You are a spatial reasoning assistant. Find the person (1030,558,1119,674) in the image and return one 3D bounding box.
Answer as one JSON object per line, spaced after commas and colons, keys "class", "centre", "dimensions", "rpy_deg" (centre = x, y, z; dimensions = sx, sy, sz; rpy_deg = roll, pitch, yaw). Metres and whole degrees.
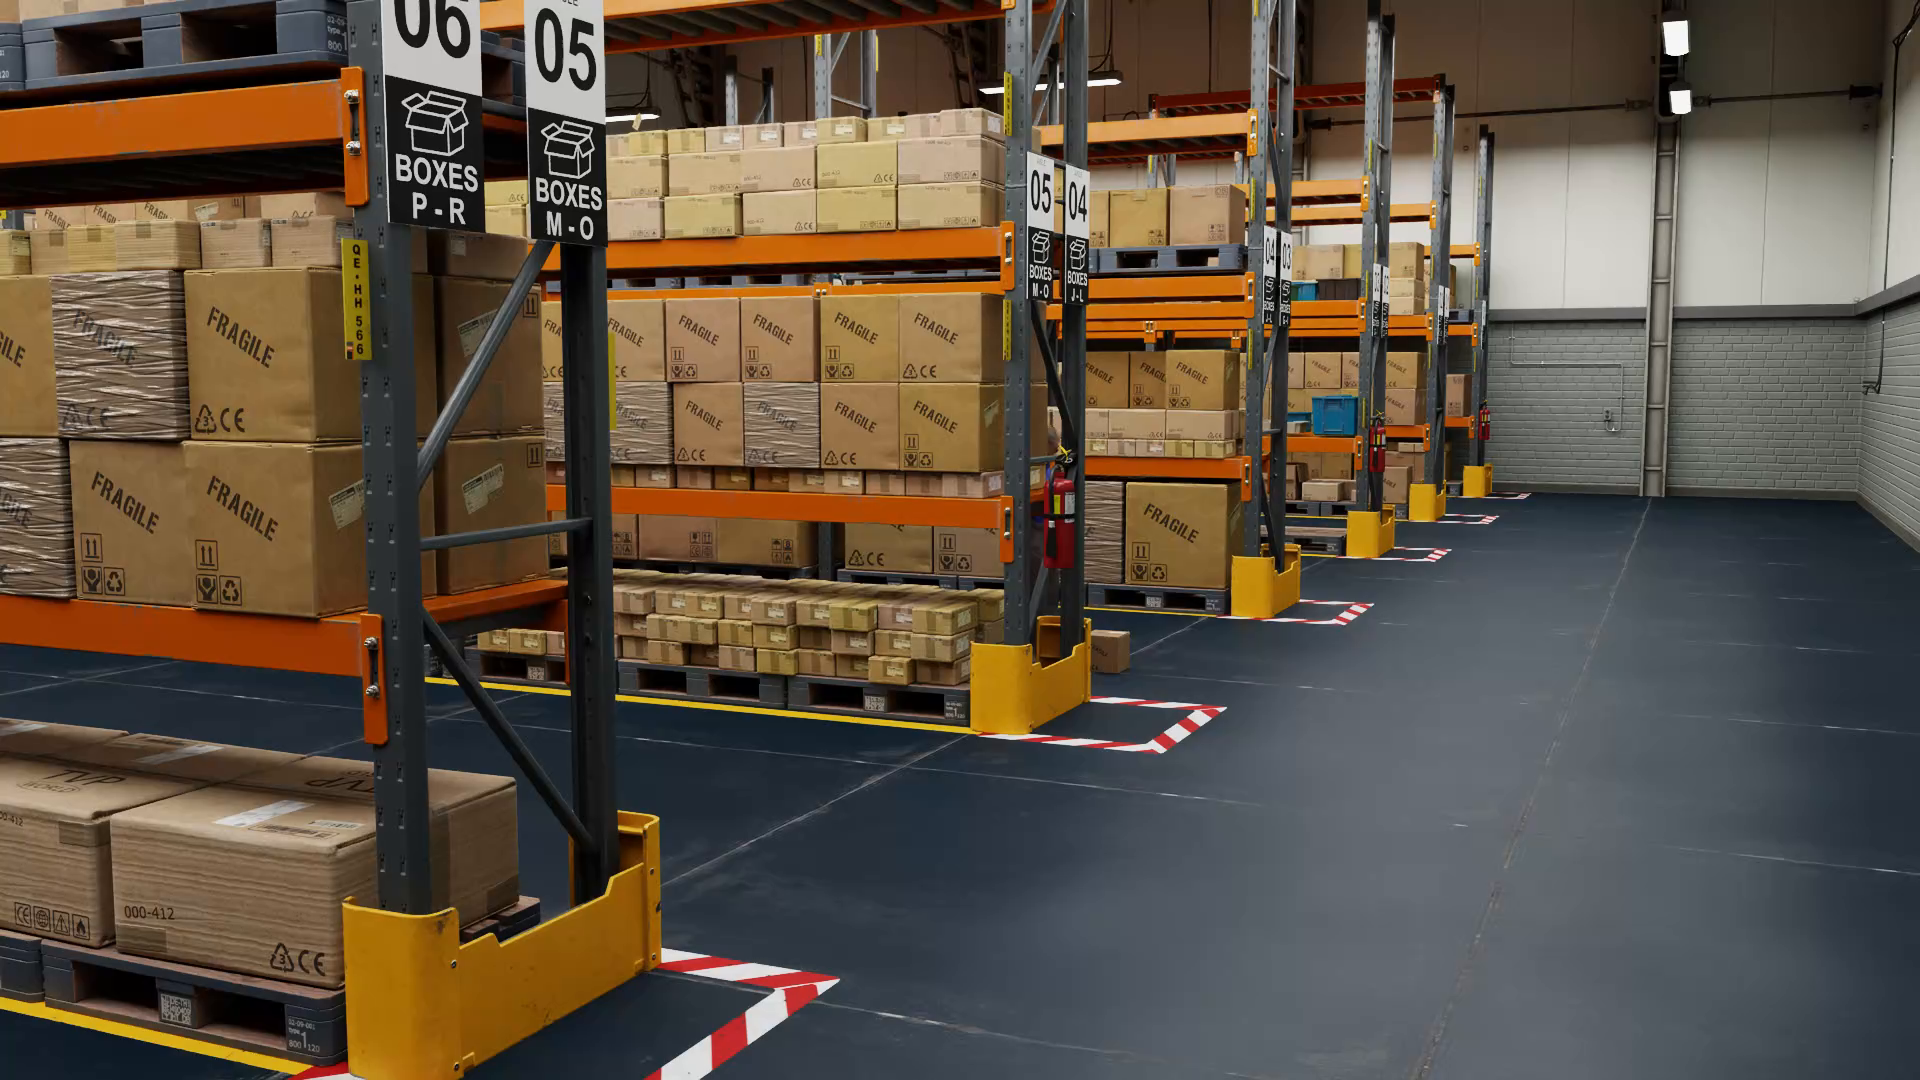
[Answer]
{"class": "person", "centre": [0.687, 0.519, 11.394], "dimensions": [0.827, 0.809, 0.470], "rpy_deg": [2, 6, 23]}
